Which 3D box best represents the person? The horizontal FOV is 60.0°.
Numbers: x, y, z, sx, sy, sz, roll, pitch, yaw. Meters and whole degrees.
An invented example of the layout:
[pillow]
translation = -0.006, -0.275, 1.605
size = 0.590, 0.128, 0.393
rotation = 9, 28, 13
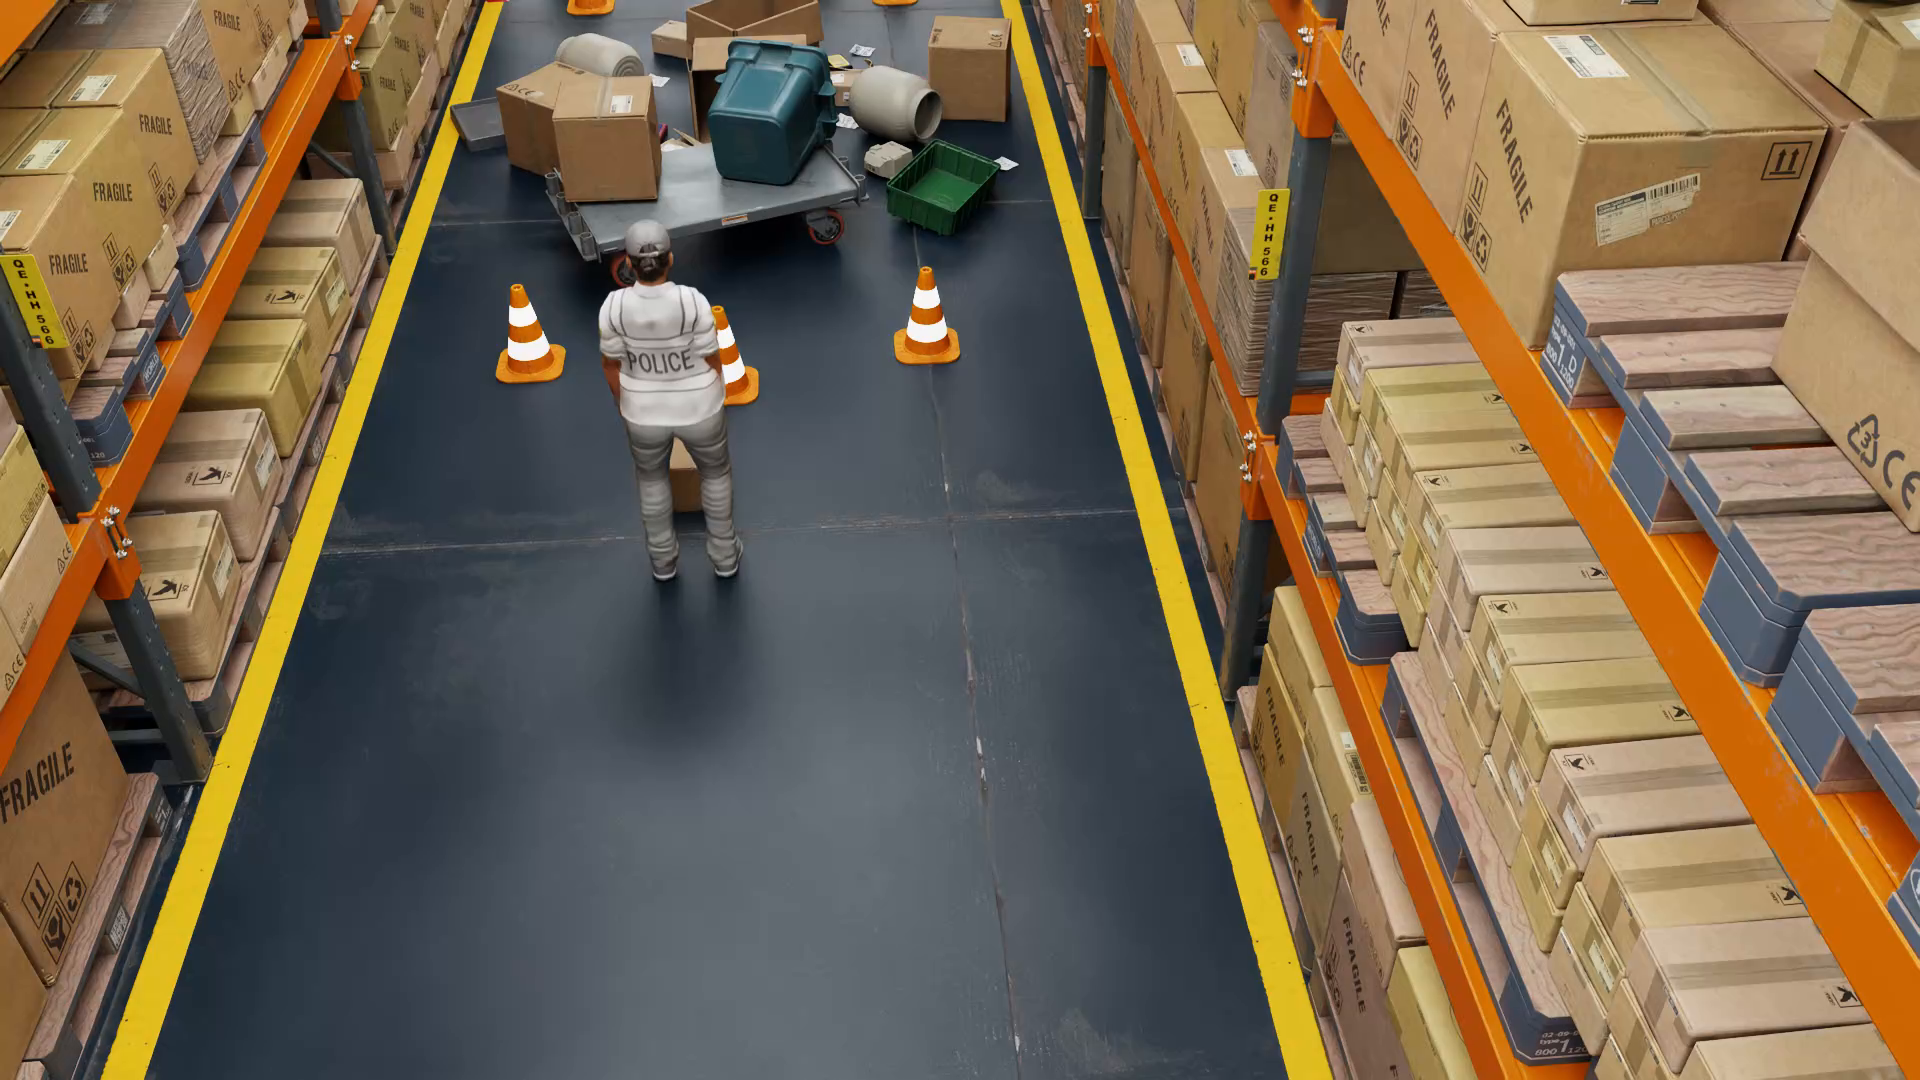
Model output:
[person]
translation = -1.194, -0.539, 6.830
size = 0.477, 1.650, 0.402
rotation = -2, 39, -3
